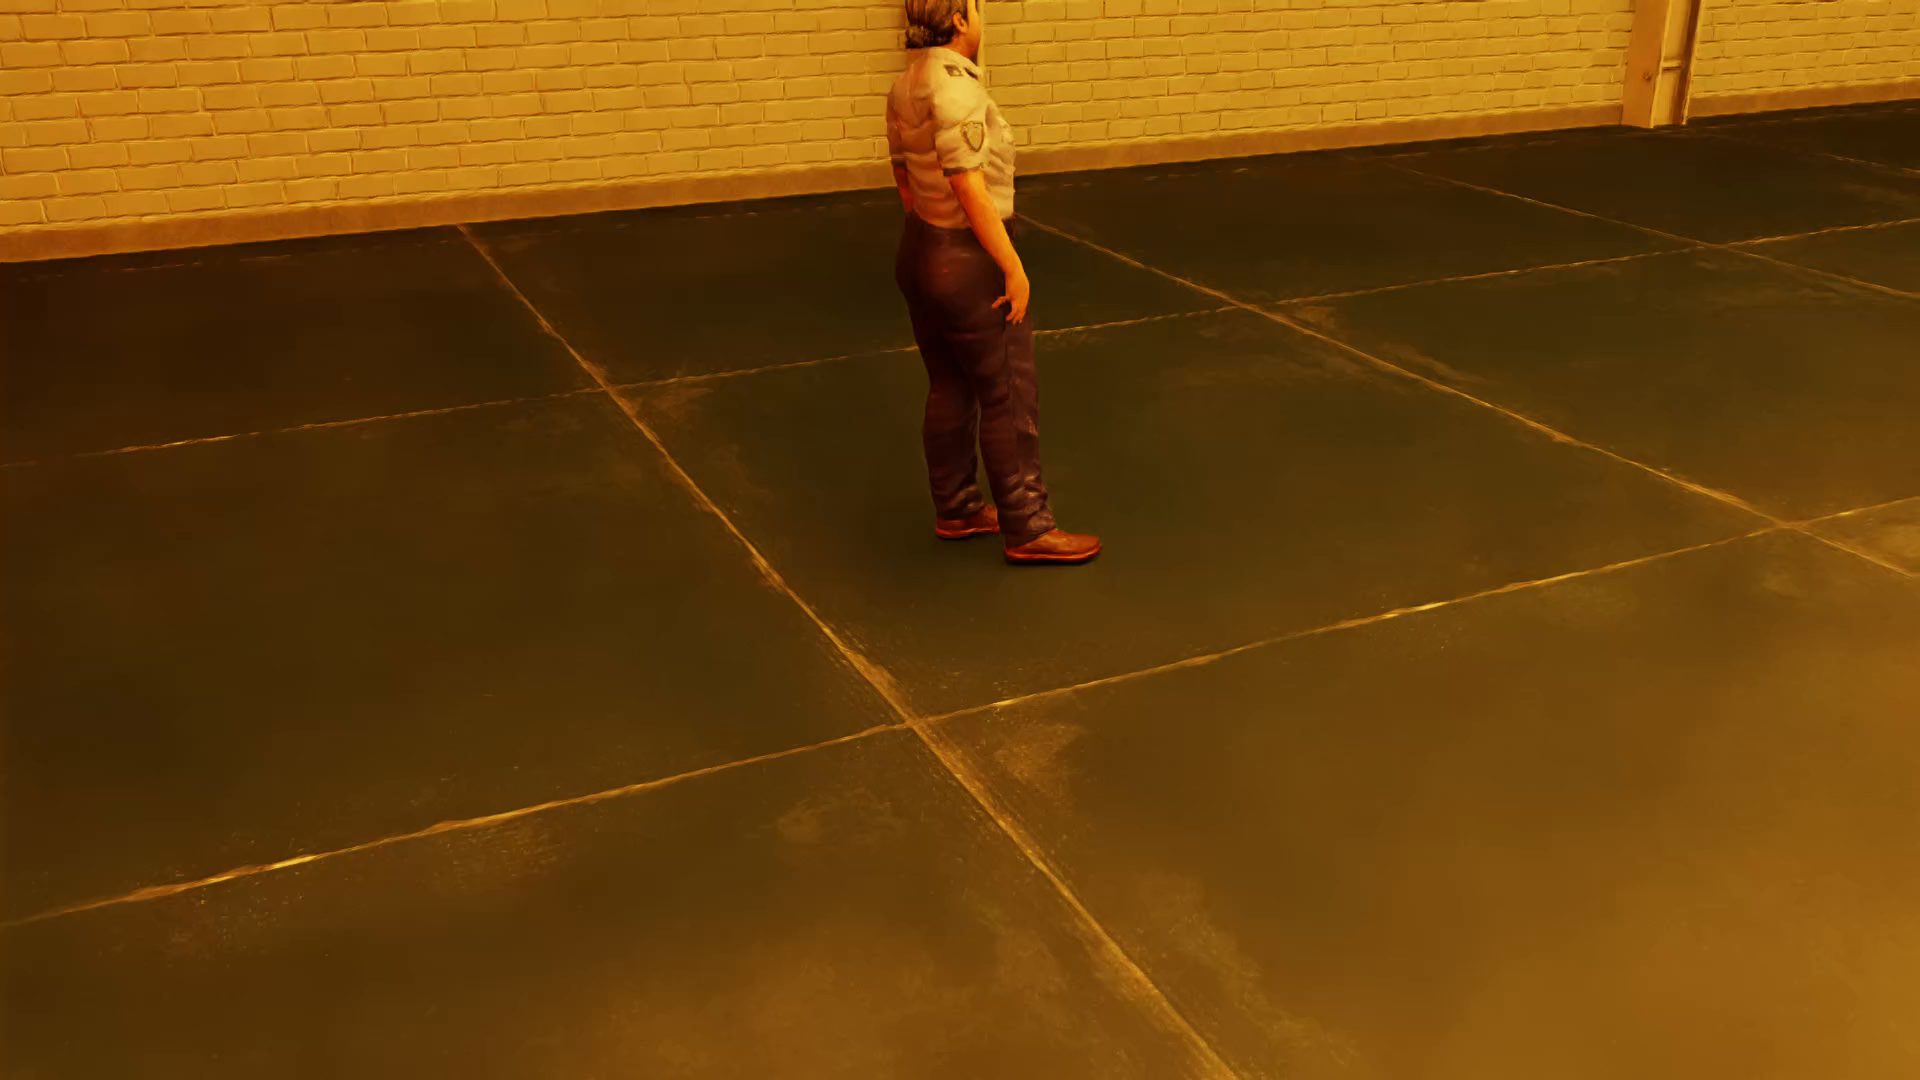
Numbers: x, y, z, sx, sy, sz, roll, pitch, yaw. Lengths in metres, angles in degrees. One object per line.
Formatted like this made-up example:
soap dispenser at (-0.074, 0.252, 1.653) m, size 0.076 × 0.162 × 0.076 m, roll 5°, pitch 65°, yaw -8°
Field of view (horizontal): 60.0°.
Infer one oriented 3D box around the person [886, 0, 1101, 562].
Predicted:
person at (0.091, -0.770, 4.806) m, size 0.502 × 1.642 × 0.599 m, roll -10°, pitch 25°, yaw -23°
